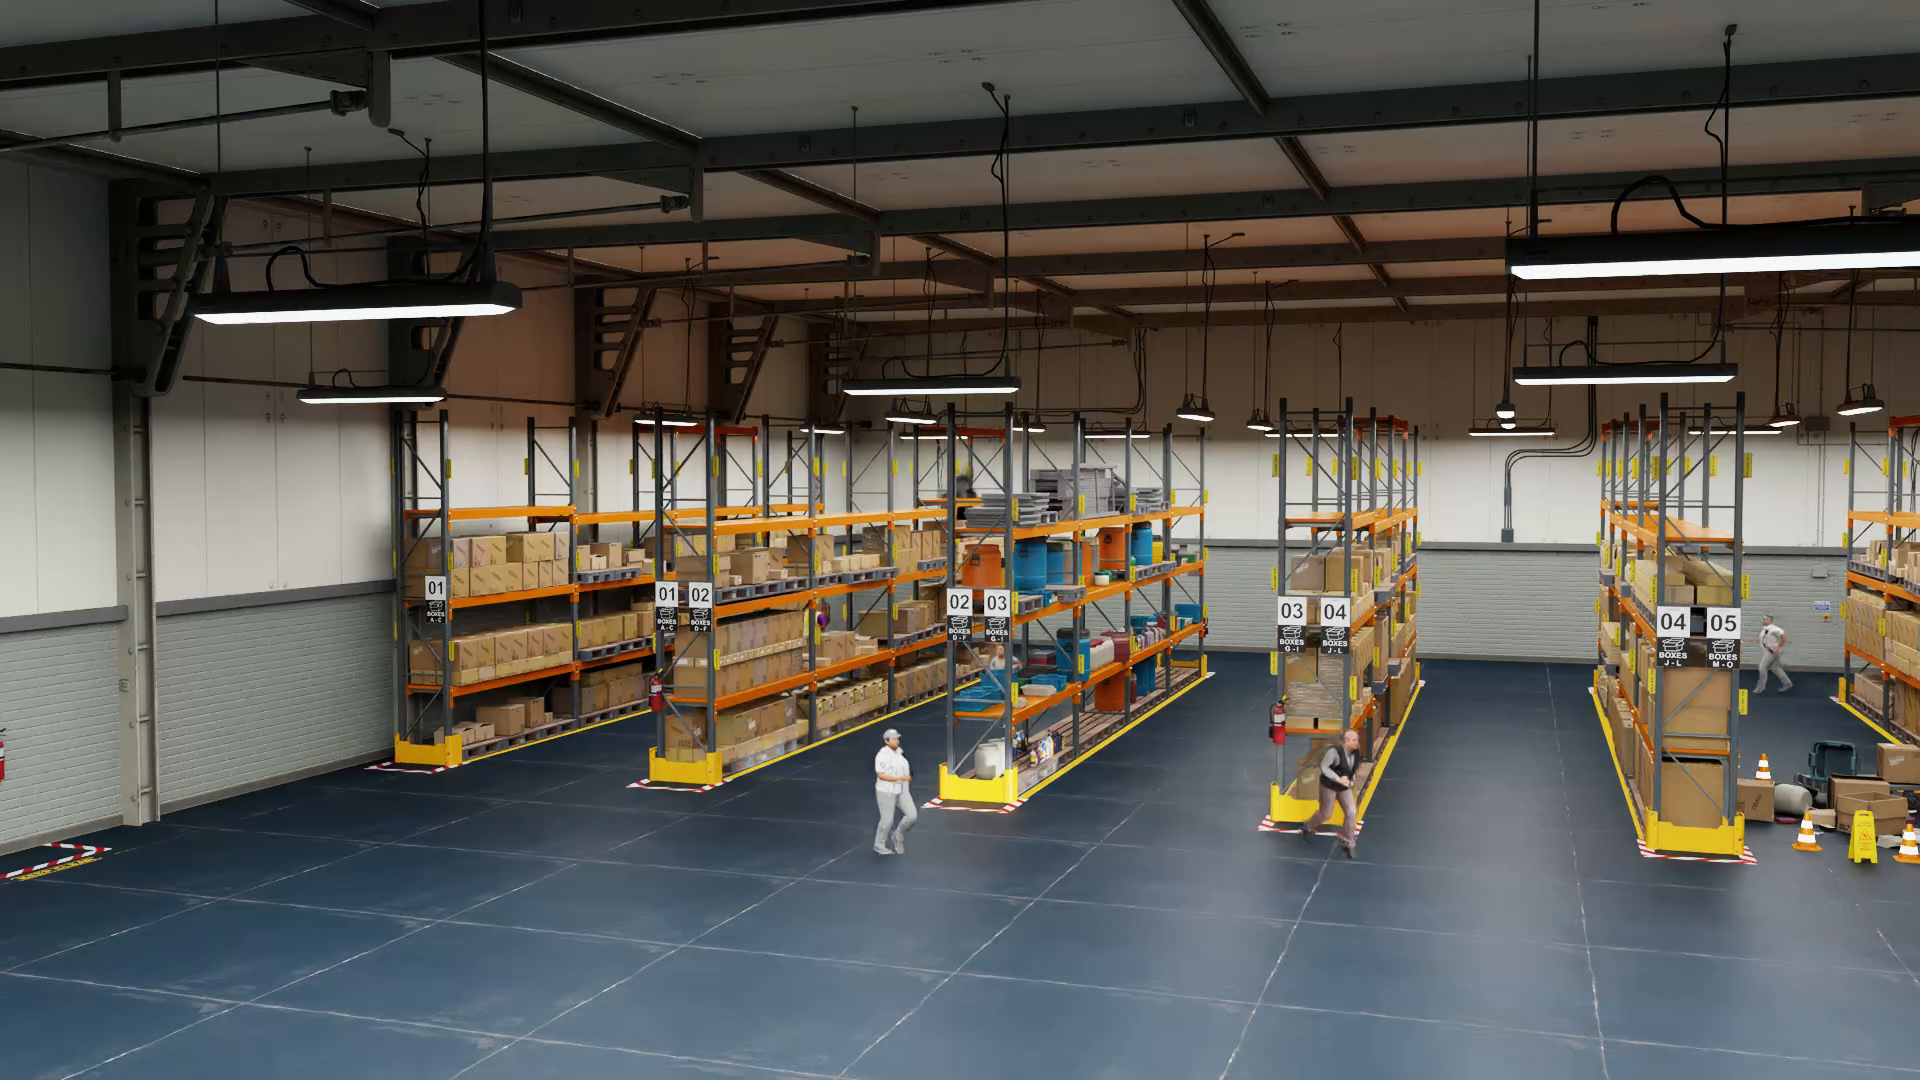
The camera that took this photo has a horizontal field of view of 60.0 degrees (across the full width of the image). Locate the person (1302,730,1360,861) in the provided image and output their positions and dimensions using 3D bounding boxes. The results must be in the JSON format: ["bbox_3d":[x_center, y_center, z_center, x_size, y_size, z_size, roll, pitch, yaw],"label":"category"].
[{"bbox_3d":[4.851,3.268,21.652,0.700,1.682,0.987,-2,3,-33],"label":"person"}]

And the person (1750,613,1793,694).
[{"bbox_3d":[18.066,2.529,36.998,0.909,1.813,0.608,1,3,18],"label":"person"}]

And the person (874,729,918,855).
[{"bbox_3d":[-0.839,3.254,21.408,0.632,1.648,0.579,2,3,44],"label":"person"}]

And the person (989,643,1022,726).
[{"bbox_3d":[0.855,2.791,32.004,0.596,1.619,0.758,1,3,23],"label":"person"}]

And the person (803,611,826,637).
[{"bbox_3d":[-3.394,2.265,37.992,0.680,1.803,0.868,0,2,8],"label":"person"}]
